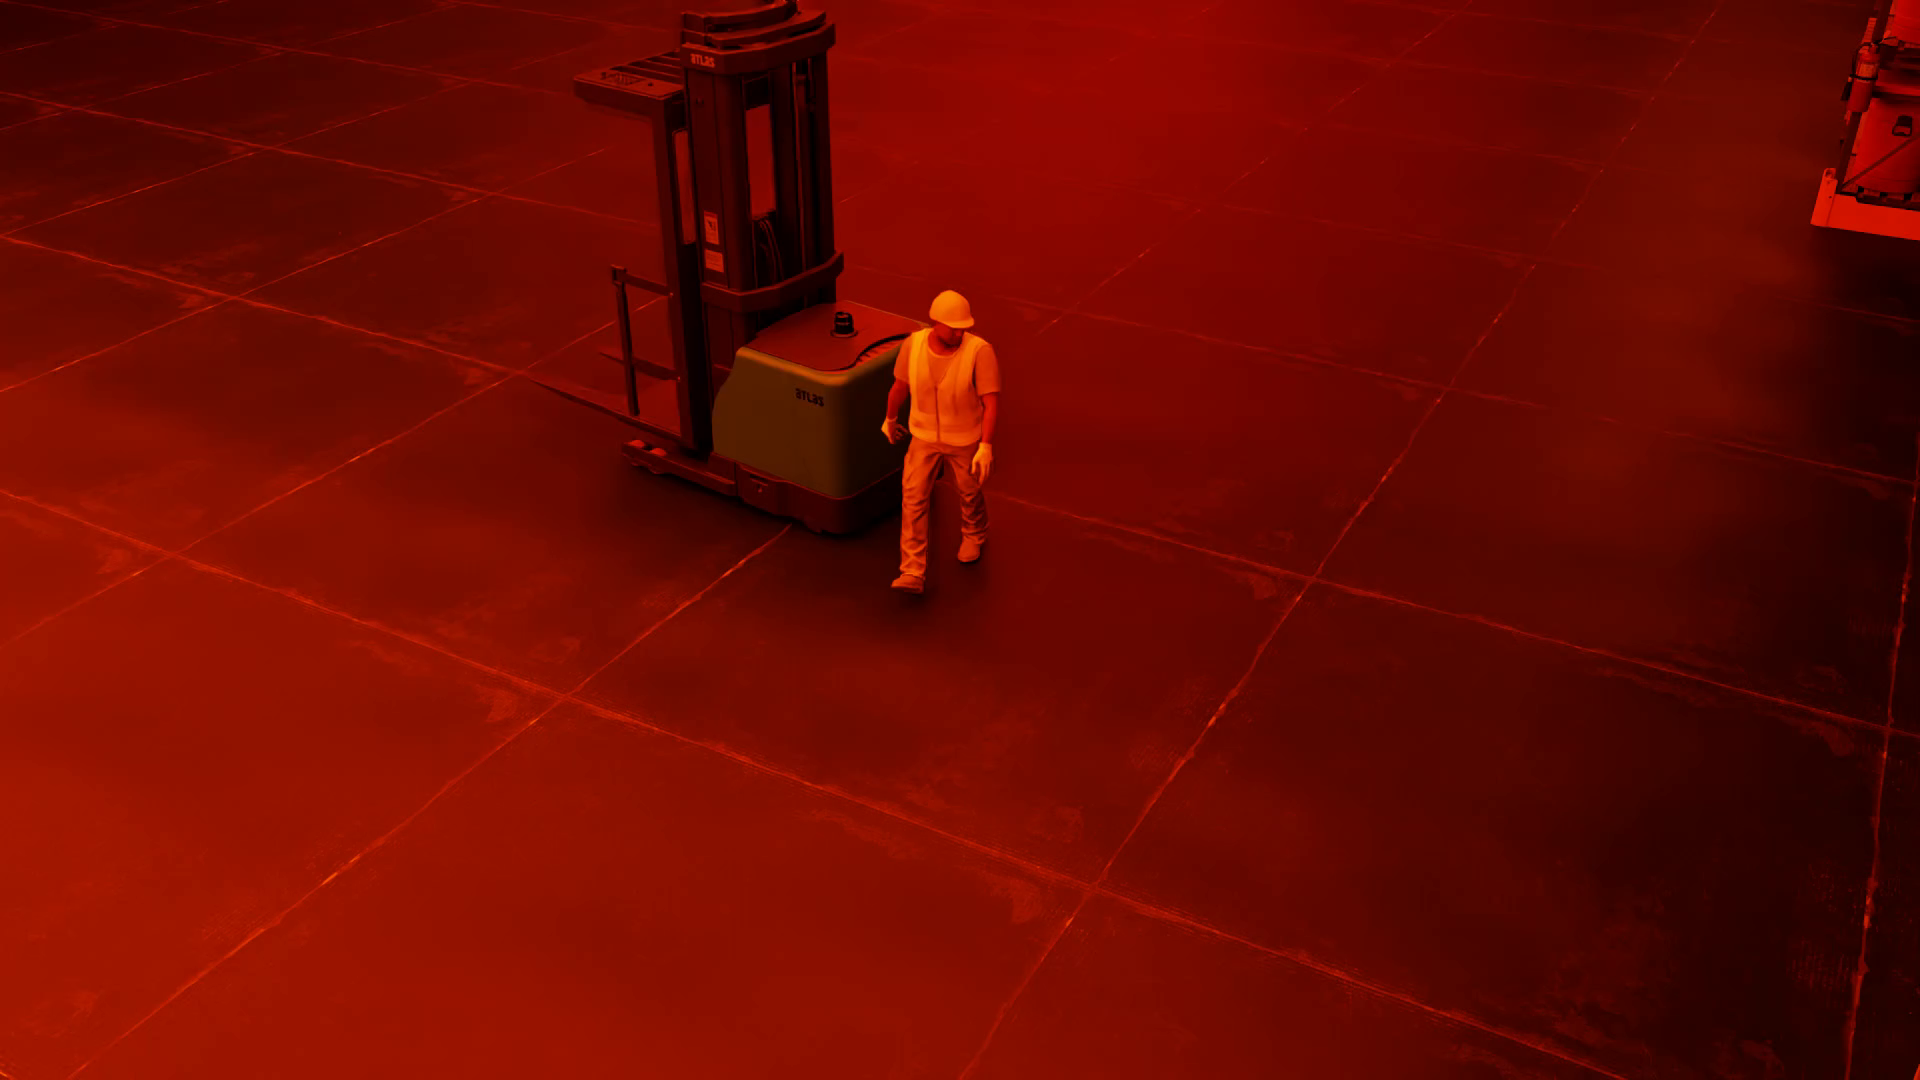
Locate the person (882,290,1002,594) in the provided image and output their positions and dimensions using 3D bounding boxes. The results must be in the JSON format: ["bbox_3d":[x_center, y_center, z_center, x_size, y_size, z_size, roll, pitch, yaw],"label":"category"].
[{"bbox_3d":[-0.138,-0.538,9.204,0.733,1.728,0.932,7,31,12],"label":"person"}]

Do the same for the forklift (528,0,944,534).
[{"bbox_3d":[-1.584,-1.885,10.336,3.031,2.935,1.130,21,36,31],"label":"forklift"}]
